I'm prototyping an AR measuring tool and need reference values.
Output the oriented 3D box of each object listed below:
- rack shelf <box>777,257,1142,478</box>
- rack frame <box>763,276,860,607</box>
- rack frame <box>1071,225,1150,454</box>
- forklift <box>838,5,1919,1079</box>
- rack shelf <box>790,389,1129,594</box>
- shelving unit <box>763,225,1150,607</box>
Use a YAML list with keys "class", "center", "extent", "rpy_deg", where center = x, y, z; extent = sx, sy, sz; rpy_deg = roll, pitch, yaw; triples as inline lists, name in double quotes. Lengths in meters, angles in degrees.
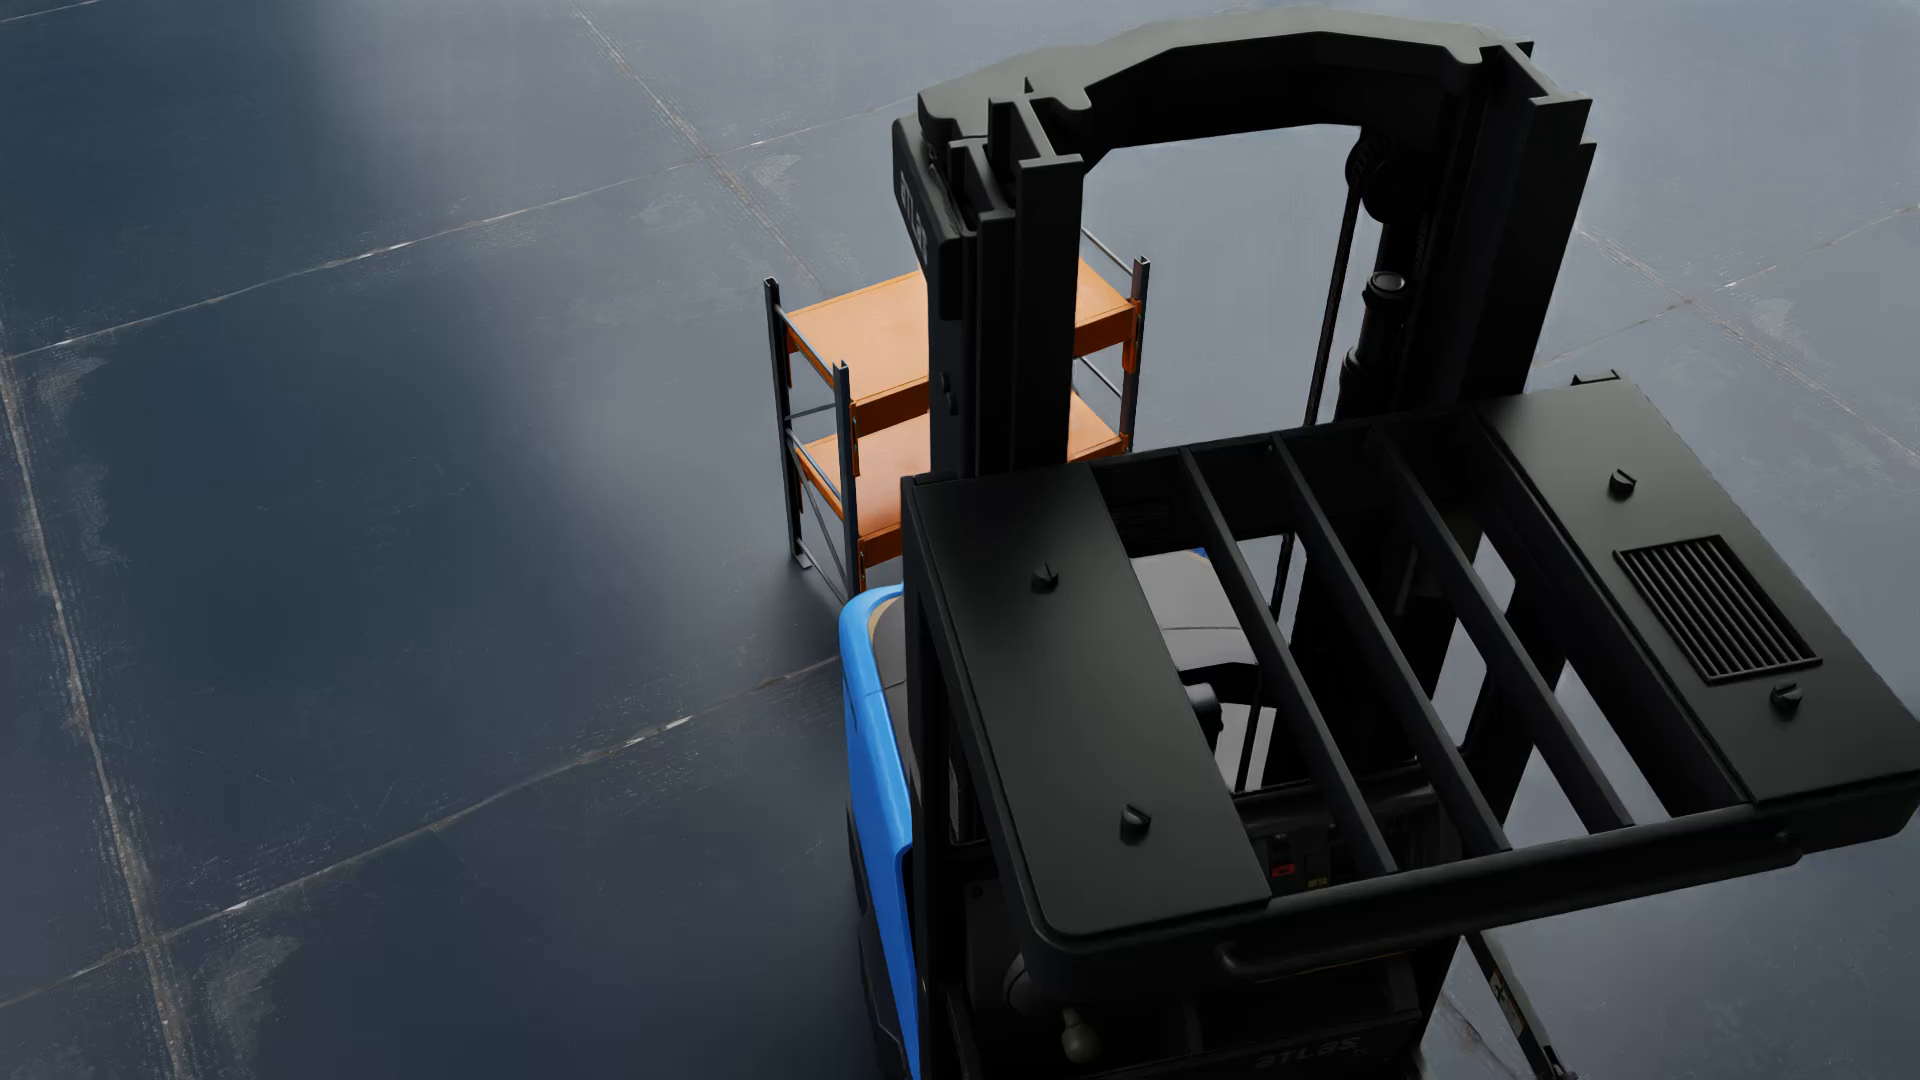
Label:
- class: "rack shelf"
  center: [-0.006, -0.611, 5.152]
  extent: [1.000, 0.278, 0.538]
  rpy_deg: [-22, 48, -21]
- class: "rack frame"
  center: [-0.447, -0.225, 5.174]
  extent: [0.032, 1.125, 0.500]
  rpy_deg: [-22, 48, -21]
- class: "rack frame"
  center: [0.435, -0.578, 5.538]
  extent: [0.032, 1.125, 0.500]
  rpy_deg: [-22, 48, -21]
- class: "forklift"
  center: [0.514, 0.775, 2.847]
  extent: [1.130, 2.935, 3.031]
  rpy_deg: [-9, 45, -9]
- class: "rack shelf"
  center: [-0.006, -0.226, 5.526]
  extent: [1.000, 0.278, 0.538]
  rpy_deg: [-22, 48, -21]
- class: "shelving unit"
  center: [-0.006, -0.401, 5.356]
  extent: [1.048, 1.125, 0.538]
  rpy_deg: [-22, 48, -21]
